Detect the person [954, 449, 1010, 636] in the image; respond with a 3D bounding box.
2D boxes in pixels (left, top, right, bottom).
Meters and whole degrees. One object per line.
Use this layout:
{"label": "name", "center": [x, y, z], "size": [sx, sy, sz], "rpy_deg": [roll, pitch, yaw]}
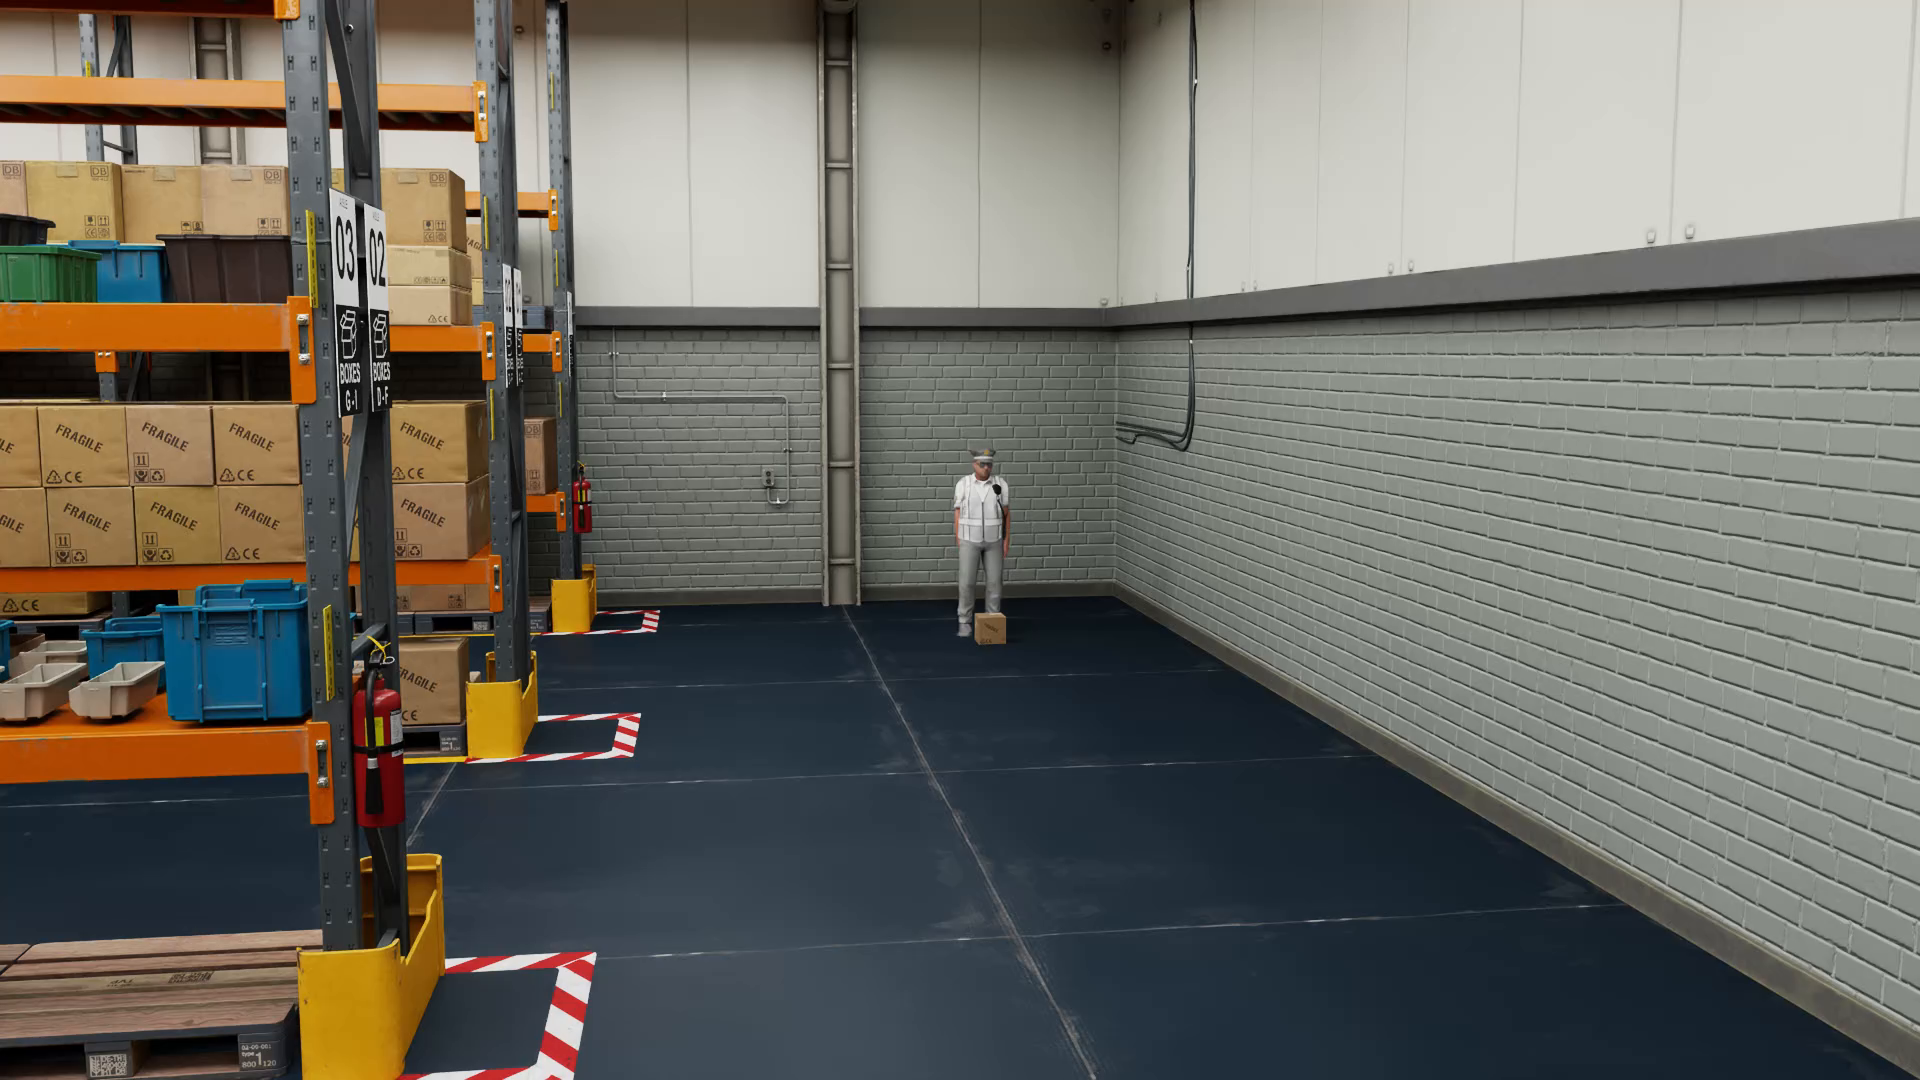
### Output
{"label": "person", "center": [0.216, 0.014, 15.598], "size": [0.528, 1.752, 0.393], "rpy_deg": [-1, 6, -7]}
